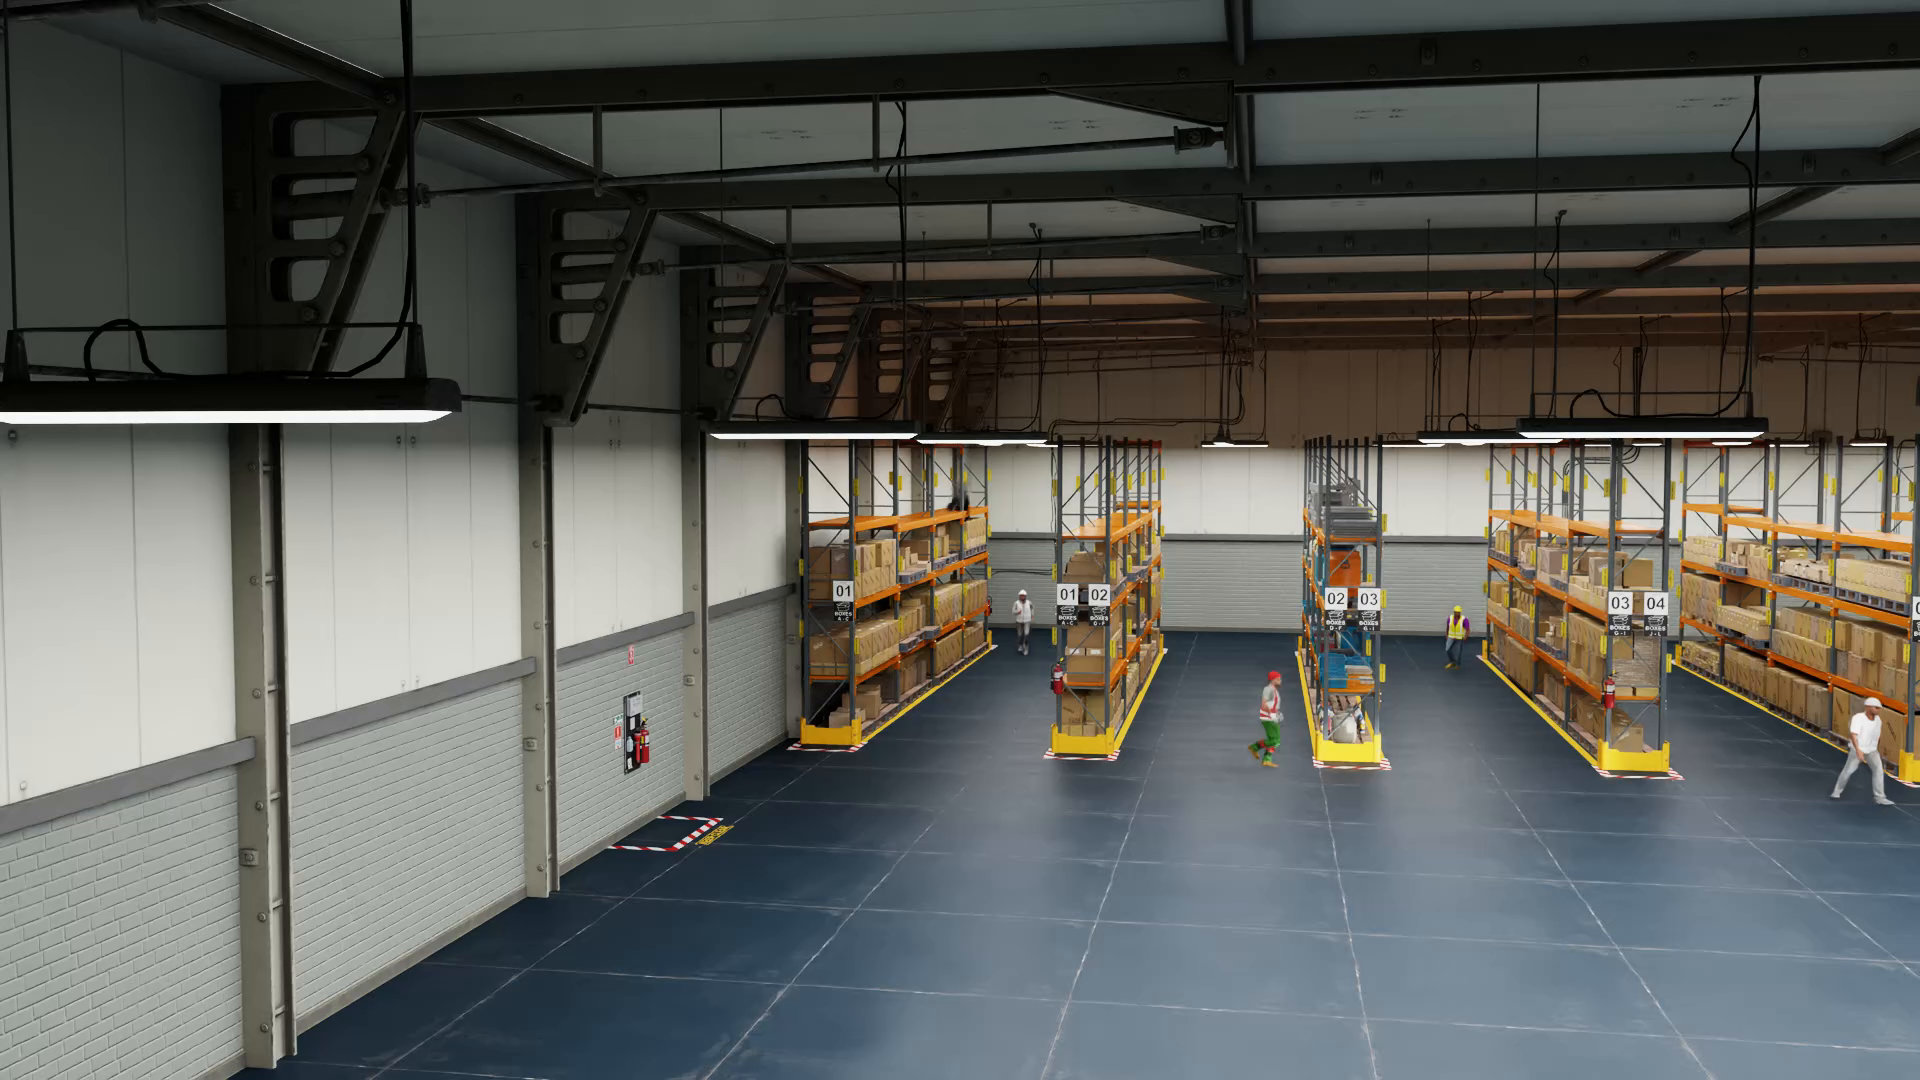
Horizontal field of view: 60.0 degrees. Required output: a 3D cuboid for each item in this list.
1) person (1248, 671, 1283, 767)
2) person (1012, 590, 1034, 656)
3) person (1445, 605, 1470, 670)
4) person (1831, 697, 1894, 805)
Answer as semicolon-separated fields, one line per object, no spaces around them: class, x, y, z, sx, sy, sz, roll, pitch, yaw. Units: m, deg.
person;5.535;3.235;30.146;0.629;1.737;0.649;2;3;28
person;1.769;2.317;46.628;0.631;1.833;0.848;0;3;3
person;12.848;2.527;42.996;0.697;1.705;0.731;2;4;29
person;14.668;3.405;26.960;0.748;1.713;0.873;-1;3;-11
